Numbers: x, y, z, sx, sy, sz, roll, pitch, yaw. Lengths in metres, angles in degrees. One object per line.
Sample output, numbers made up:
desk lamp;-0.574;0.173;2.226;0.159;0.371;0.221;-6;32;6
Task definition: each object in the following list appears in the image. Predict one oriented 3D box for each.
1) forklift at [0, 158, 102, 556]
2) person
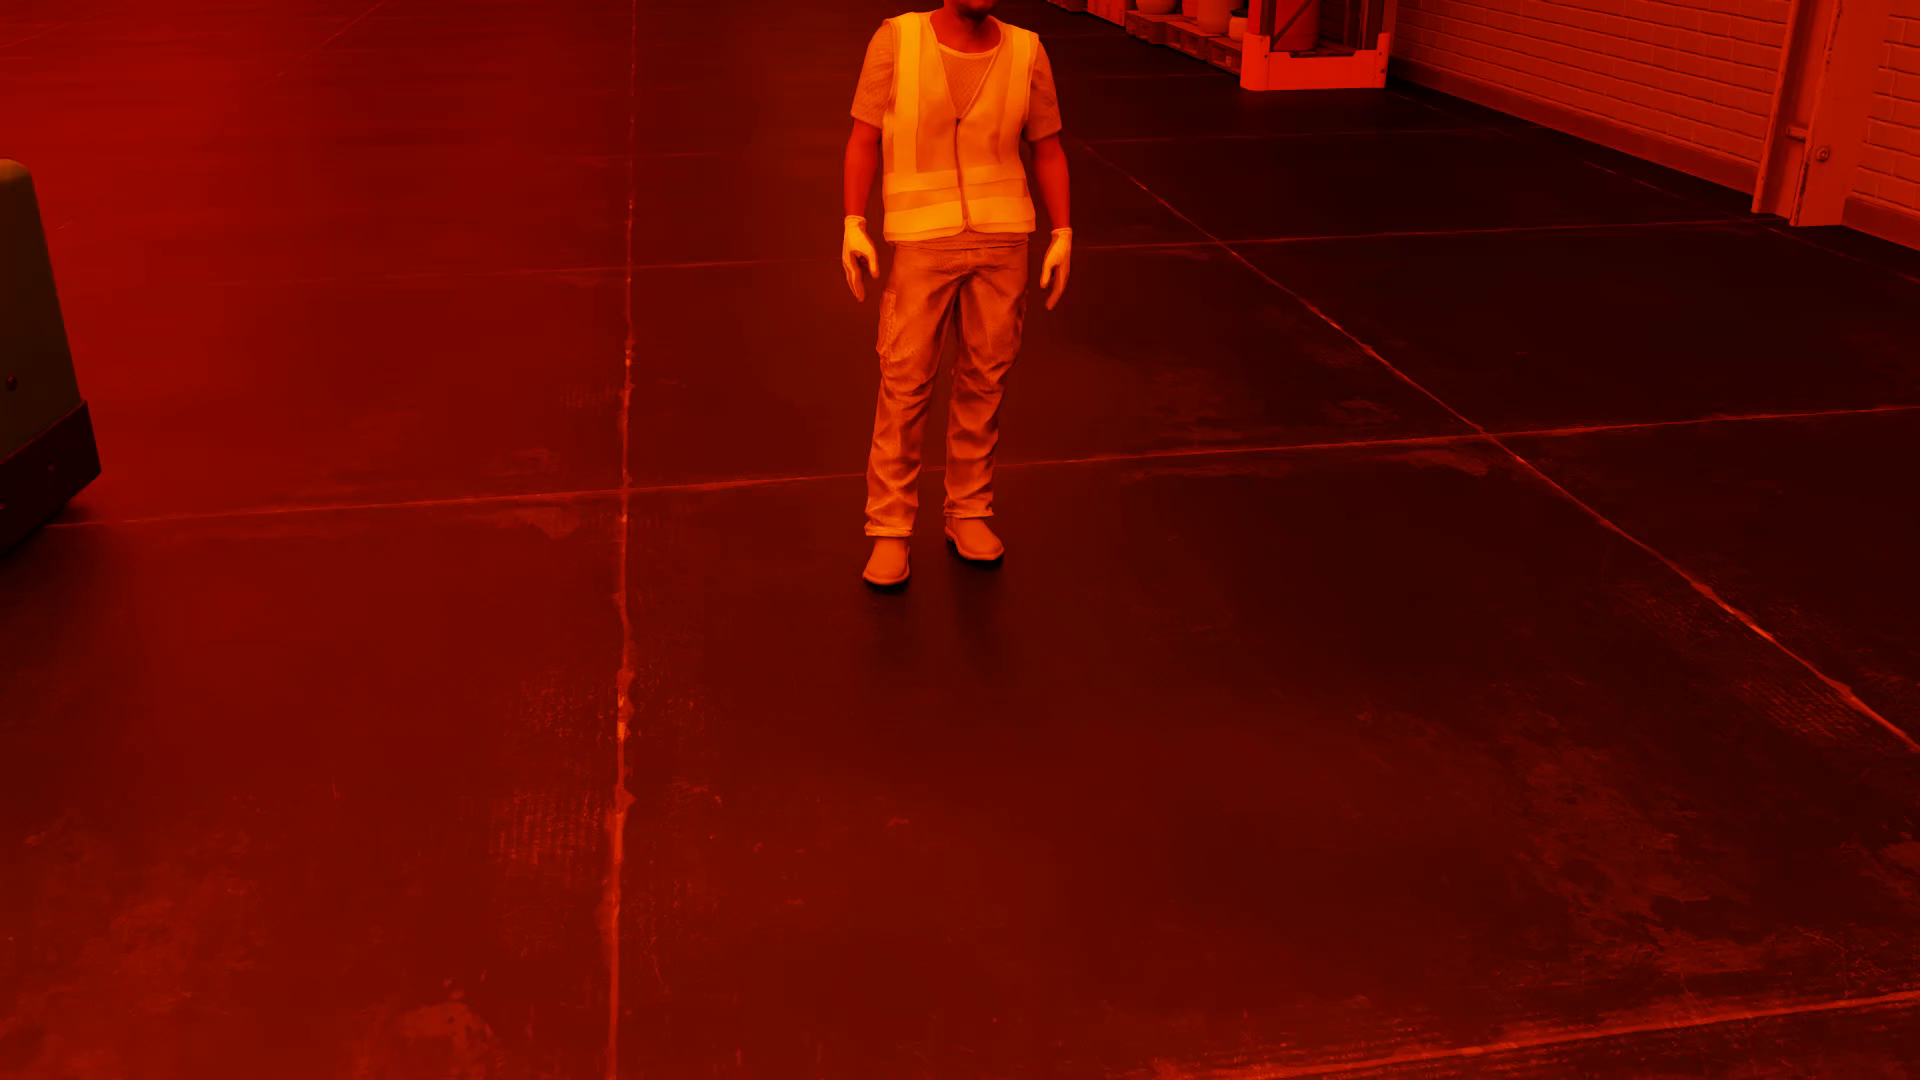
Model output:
forklift;-4.254;-1.298;4.335;3.031;2.935;1.130;-1;23;-2
person;0.004;-0.797;4.605;0.656;1.782;0.577;-4;24;-9
